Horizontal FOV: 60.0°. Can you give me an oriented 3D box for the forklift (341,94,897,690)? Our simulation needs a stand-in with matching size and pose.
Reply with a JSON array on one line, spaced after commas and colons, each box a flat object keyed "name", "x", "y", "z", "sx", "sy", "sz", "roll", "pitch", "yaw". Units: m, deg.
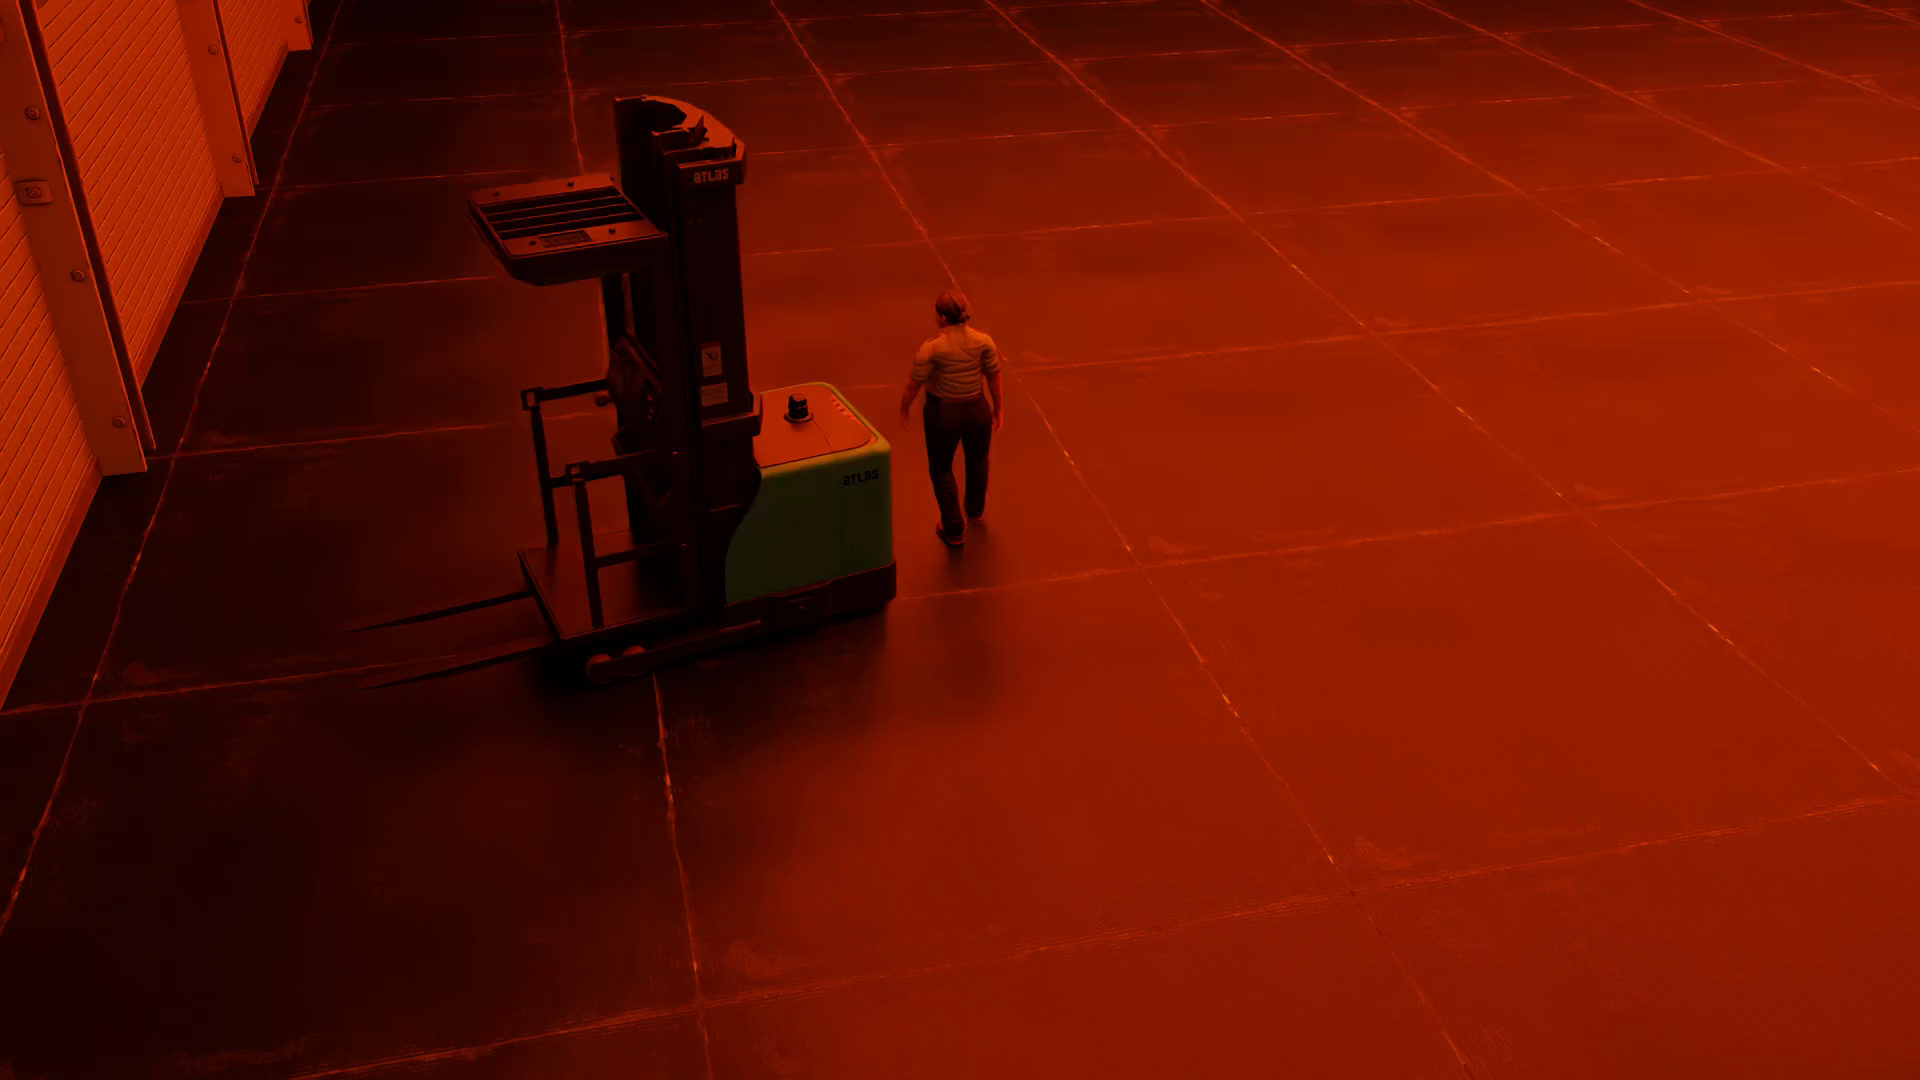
[{"name": "forklift", "x": -1.930, "y": -0.775, "z": 8.913, "sx": 3.031, "sy": 2.935, "sz": 1.130, "roll": -14, "pitch": 33, "yaw": -22}]

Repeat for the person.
[{"name": "person", "x": -0.065, "y": -0.795, "z": 10.247, "sx": 0.620, "sy": 1.635, "sz": 0.546, "roll": -10, "pitch": 32, "yaw": -17}]
